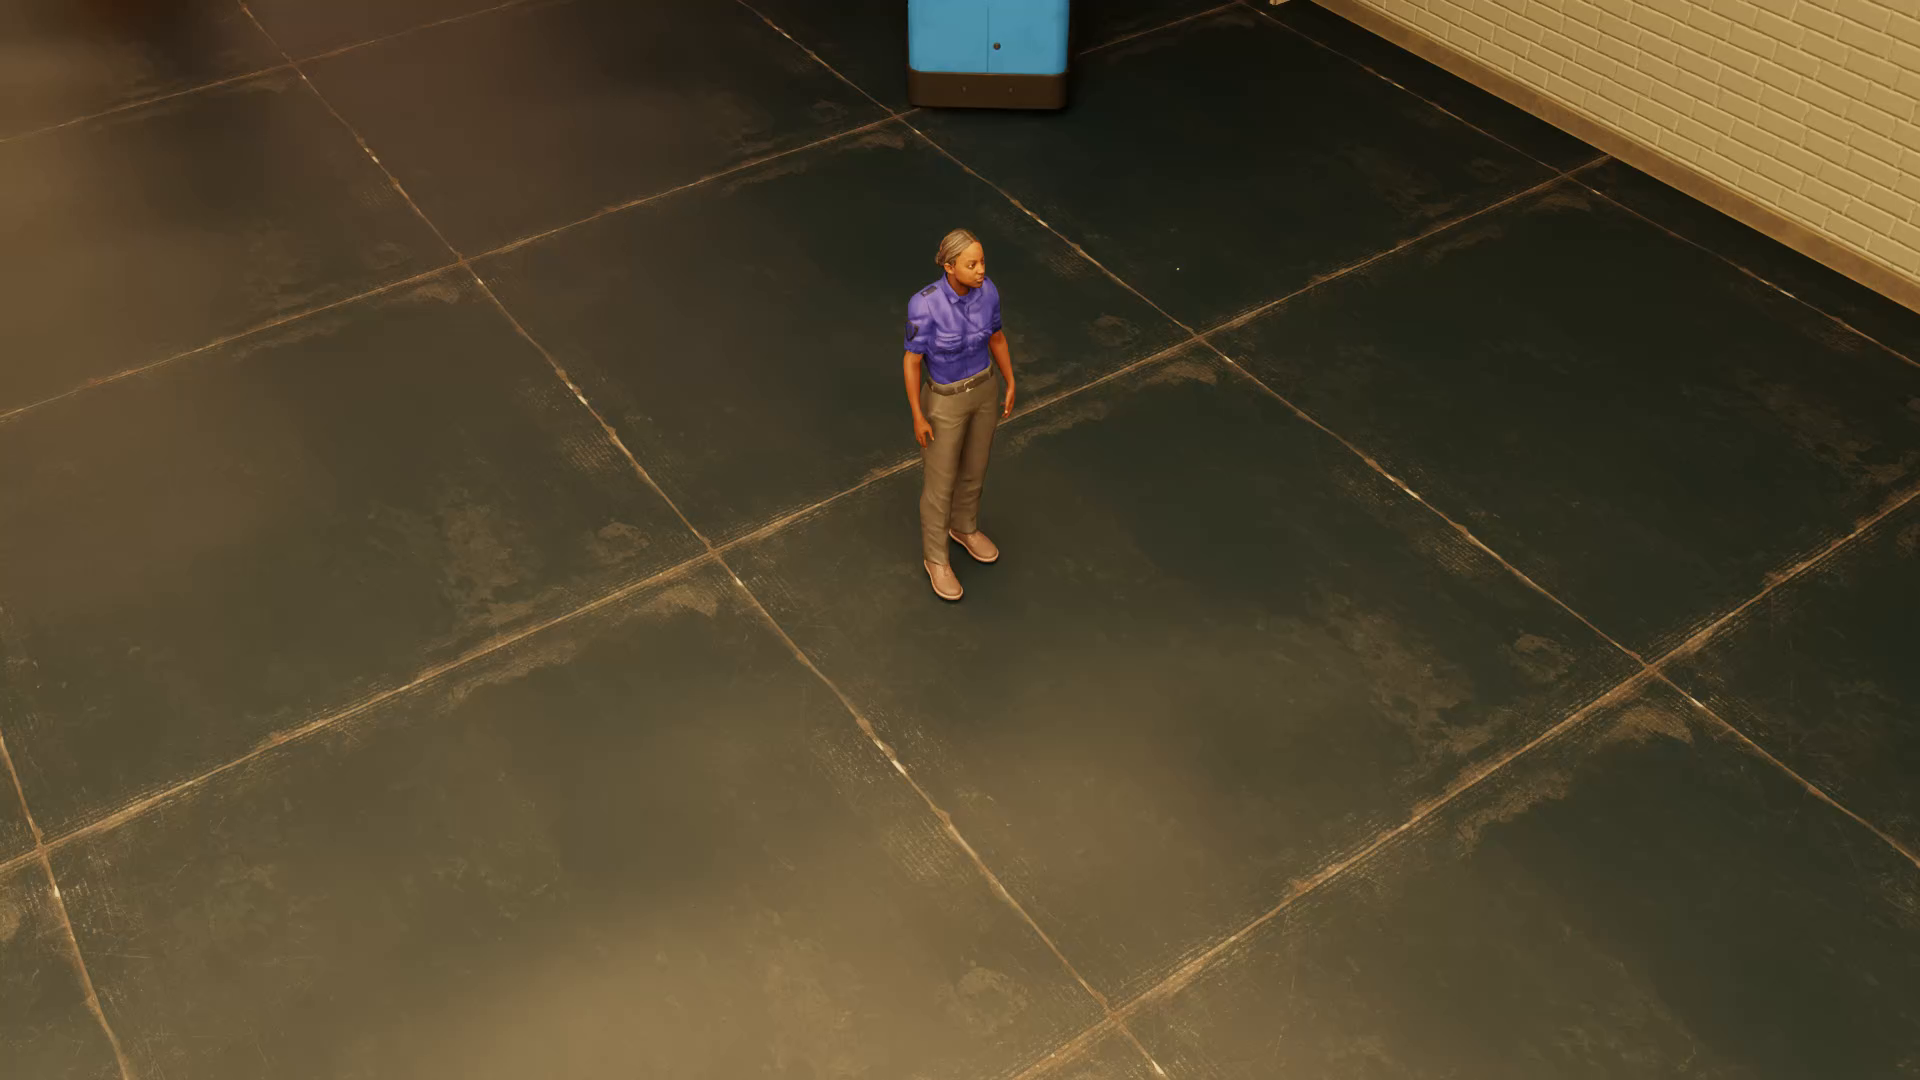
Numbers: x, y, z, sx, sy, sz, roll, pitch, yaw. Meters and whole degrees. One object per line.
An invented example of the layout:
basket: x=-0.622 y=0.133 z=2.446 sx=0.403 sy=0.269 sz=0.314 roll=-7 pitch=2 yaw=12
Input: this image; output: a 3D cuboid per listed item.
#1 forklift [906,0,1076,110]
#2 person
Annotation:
forklift: x=0.257 y=-4.862 z=10.991 sx=1.130 sy=2.935 sz=3.031 roll=2 pitch=43 yaw=2
person: x=0.034 y=-0.557 z=7.251 sx=0.569 sy=1.656 sz=0.503 roll=-25 pitch=48 yaw=-25
